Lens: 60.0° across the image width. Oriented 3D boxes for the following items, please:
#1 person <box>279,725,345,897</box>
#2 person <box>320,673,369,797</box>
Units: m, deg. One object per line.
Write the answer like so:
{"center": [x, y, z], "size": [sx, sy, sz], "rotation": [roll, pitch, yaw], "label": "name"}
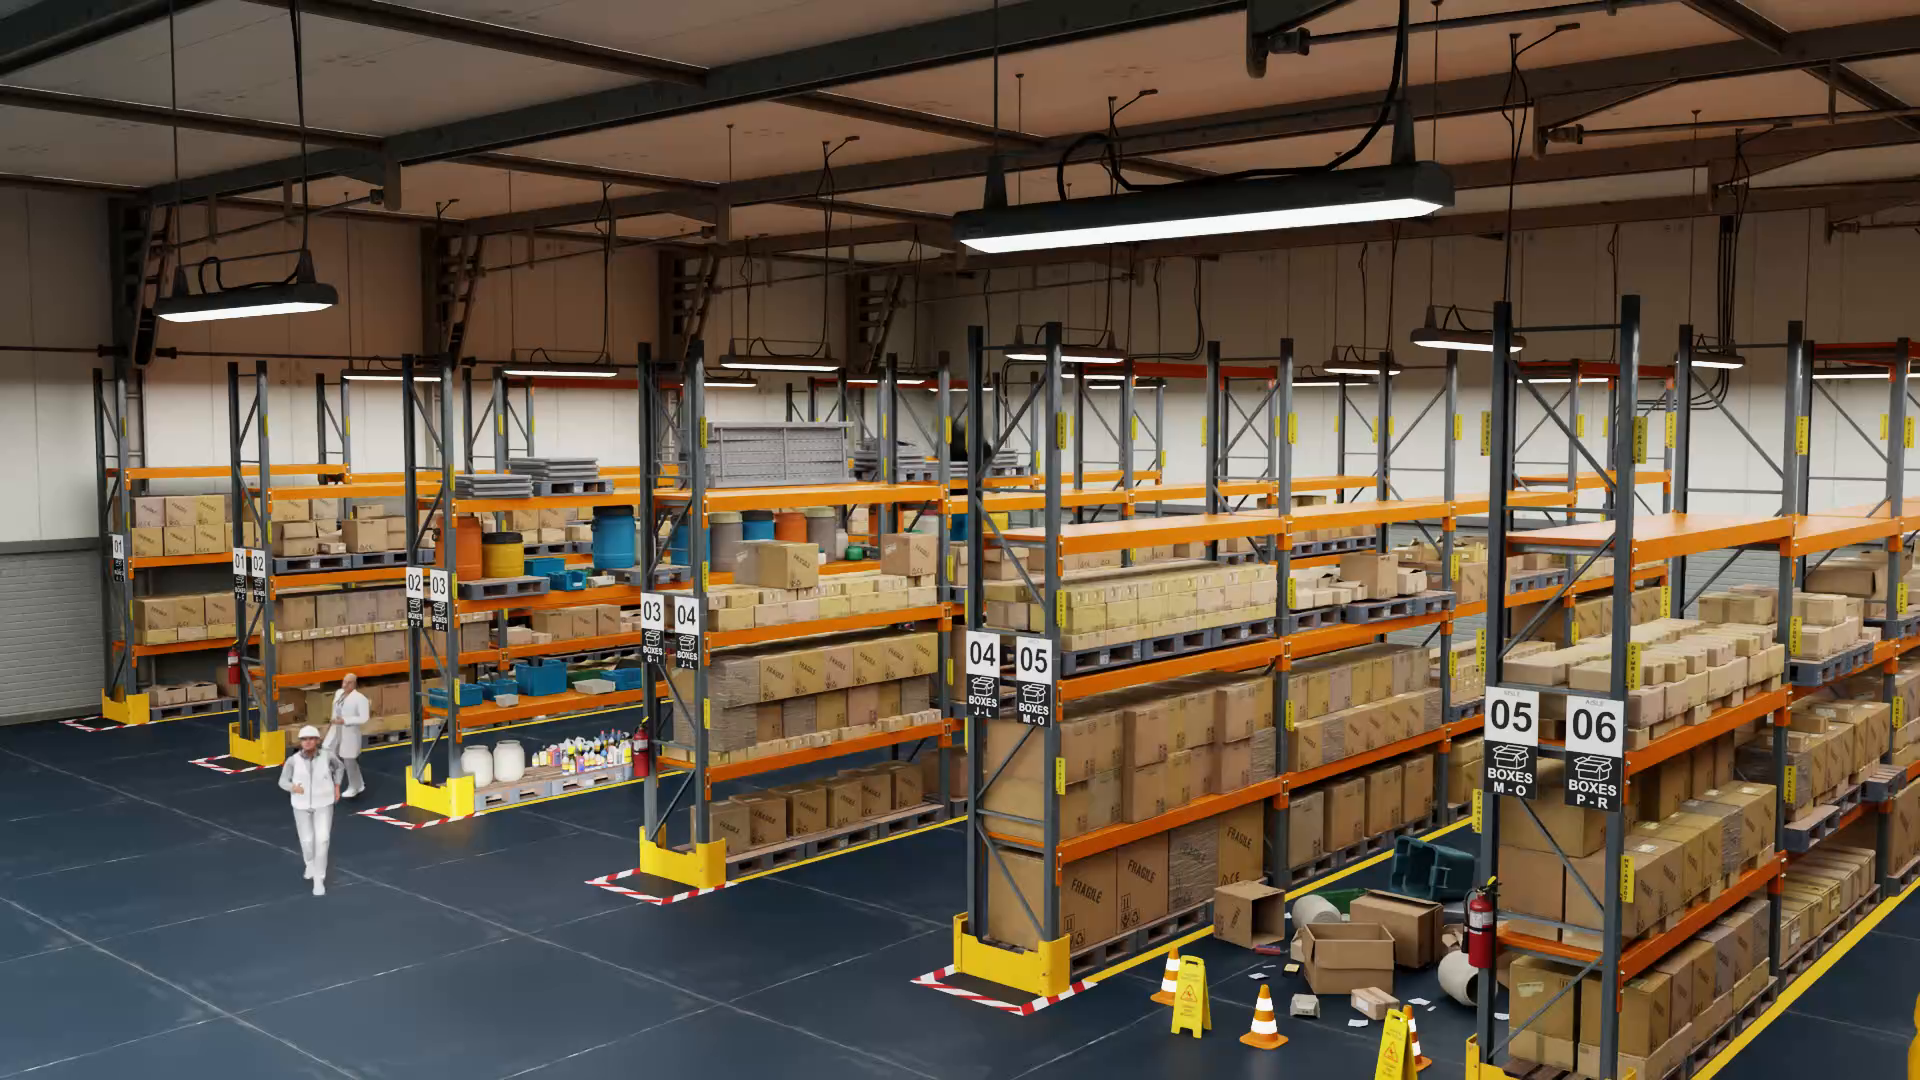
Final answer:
{"center": [-7.120, 2.939, 18.274], "size": [0.663, 1.823, 0.849], "rotation": [-1, 4, -15], "label": "person"}
{"center": [-8.154, 2.660, 22.203], "size": [0.694, 1.800, 0.882], "rotation": [1, 4, 14], "label": "person"}
